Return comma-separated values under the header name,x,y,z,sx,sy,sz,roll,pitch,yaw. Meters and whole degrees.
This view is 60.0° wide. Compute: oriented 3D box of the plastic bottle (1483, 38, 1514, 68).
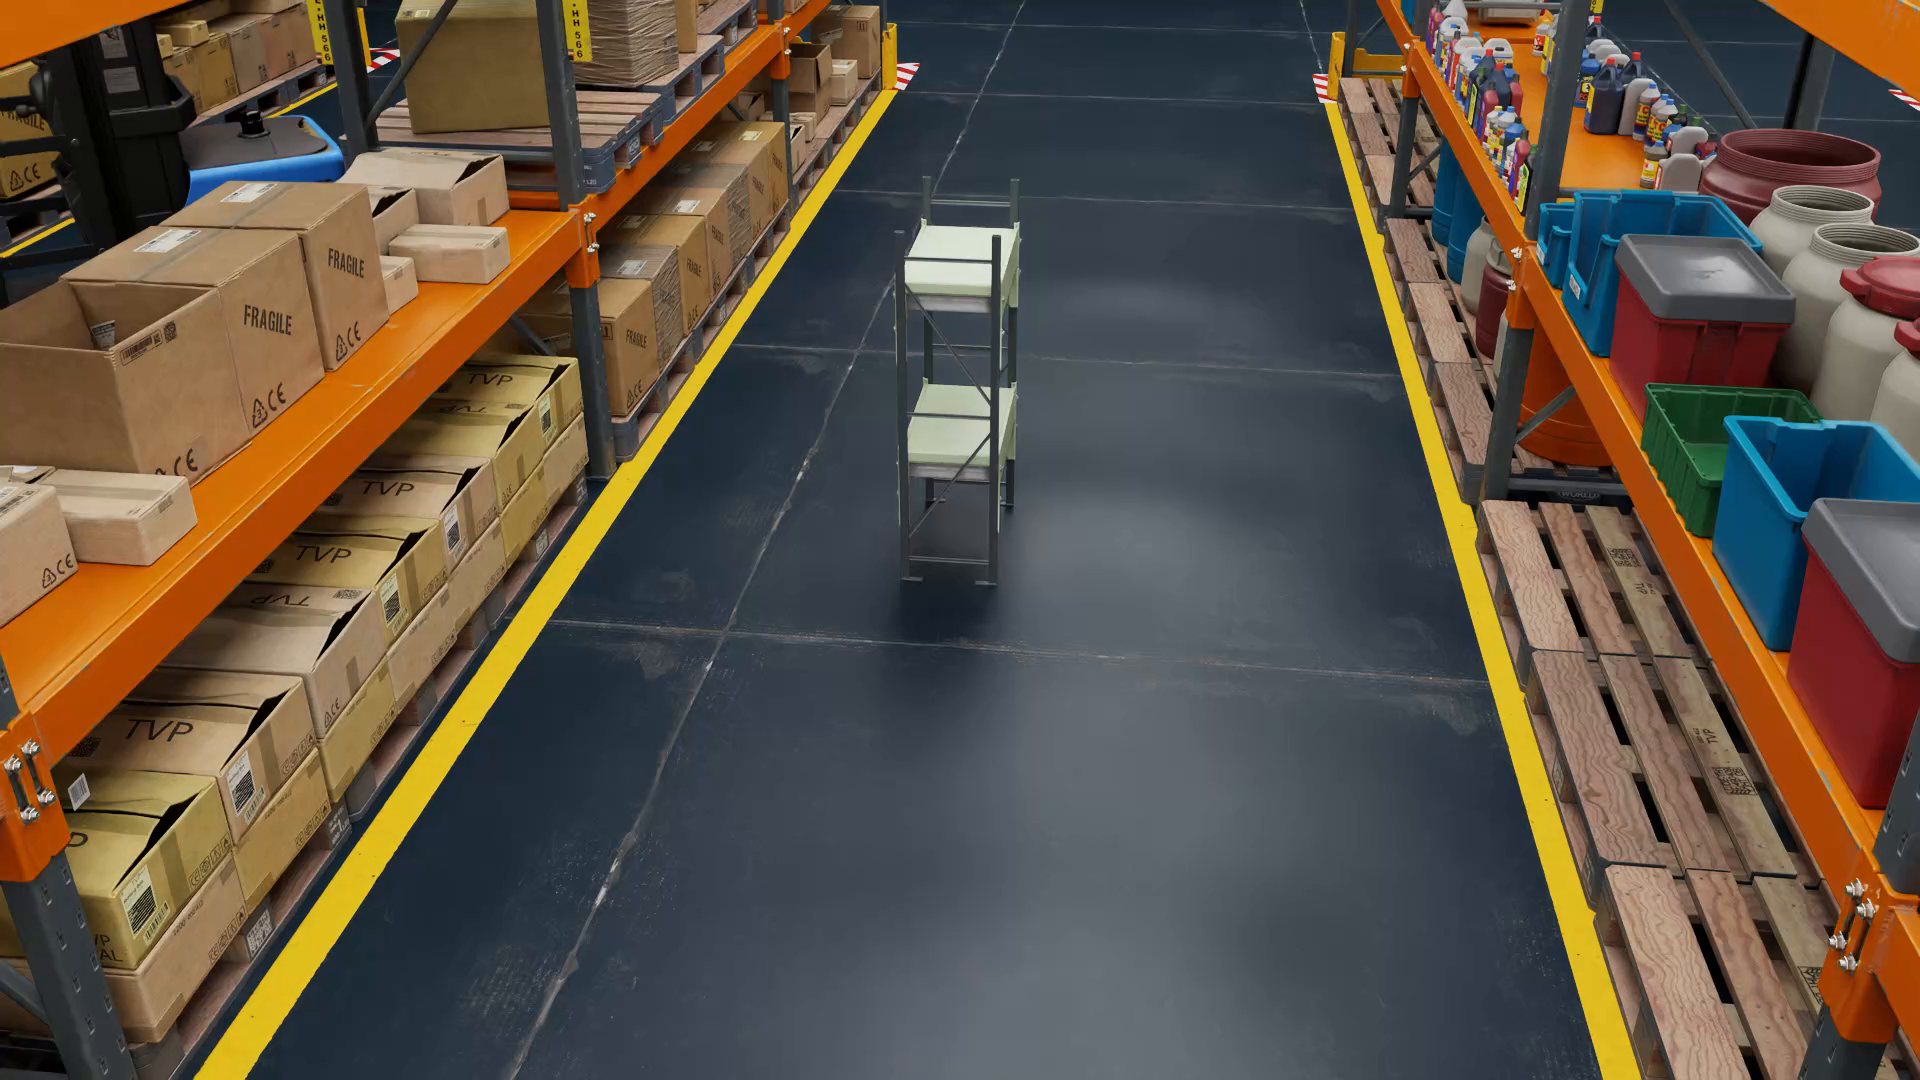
name,x,y,z,sx,sy,sz,roll,pitch,yaw
plastic bottle,2.884,-2.549,8.949,0.152,0.276,0.135,3,28,6

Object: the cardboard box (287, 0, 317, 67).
name,x,y,z,sx,sy,sz,roll,pitch,yaw
cardboard box,-6.047,-4.452,14.543,0.700,0.500,0.500,3,28,6

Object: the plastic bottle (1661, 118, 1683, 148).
name,x,y,z,sx,sy,sz,roll,pitch,yaw
plastic bottle,3.203,-1.764,7.496,0.097,0.271,0.097,0,28,0

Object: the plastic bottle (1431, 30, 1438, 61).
name,x,y,z,sx,sy,sz,roll,pitch,yaw
plastic bottle,2.801,-2.890,9.662,0.097,0.201,0.097,0,28,0

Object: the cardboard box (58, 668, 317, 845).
name,x,y,z,sx,sy,sz,roll,pitch,yaw
cardboard box,-2.250,0.596,4.847,0.500,0.311,0.500,3,28,6

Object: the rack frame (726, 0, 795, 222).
name,x,y,z,sx,sy,sz,roll,pitch,yaw
rack frame,-1.634,-3.533,10.646,1.000,3.000,0.127,3,28,6

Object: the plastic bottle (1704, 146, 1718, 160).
name,x,y,z,sx,sy,sz,roll,pitch,yaw
plastic bottle,3.207,-1.542,7.086,0.097,0.271,0.097,0,28,0

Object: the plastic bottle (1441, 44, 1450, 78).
name,x,y,z,sx,sy,sz,roll,pitch,yaw
plastic bottle,2.749,-2.690,9.289,0.097,0.201,0.097,0,28,0

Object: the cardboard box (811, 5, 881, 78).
name,x,y,z,sx,sy,sz,roll,pitch,yaw
cardboard box,-0.966,-4.239,14.128,0.500,0.500,0.500,3,28,6

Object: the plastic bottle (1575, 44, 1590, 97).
name,x,y,z,sx,sy,sz,roll,pitch,yaw
plastic bottle,3.305,-2.509,8.880,0.097,0.271,0.097,0,28,0

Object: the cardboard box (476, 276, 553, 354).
name,x,y,z,sx,sy,sz,roll,pitch,yaw
cardboard box,-2.242,-1.198,8.482,0.500,0.500,0.500,4,29,8

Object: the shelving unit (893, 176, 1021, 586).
name,x,y,z,sx,sy,sz,roll,pitch,yaw
shelving unit,-0.001,-0.657,6.888,0.431,1.500,0.755,3,28,6

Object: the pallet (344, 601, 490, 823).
name,x,y,z,sx,sy,sz,roll,pitch,yaw
pallet,-2.416,0.535,6.034,1.003,0.211,1.213,3,28,6

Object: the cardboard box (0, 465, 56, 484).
name,x,y,z,sx,sy,sz,roll,pitch,yaw
cardboard box,-2.689,-0.133,4.476,0.396,0.266,0.258,3,28,5

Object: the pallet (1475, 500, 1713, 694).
name,x,y,z,sx,sy,sz,roll,pitch,yaw
pallet,2.658,0.229,6.602,1.003,0.211,1.213,3,28,6

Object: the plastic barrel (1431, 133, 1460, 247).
name,x,y,z,sx,sy,sz,roll,pitch,yaw
plastic barrel,3.198,-2.250,10.033,0.600,0.901,0.708,3,28,6

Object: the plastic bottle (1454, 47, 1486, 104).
name,x,y,z,sx,sy,sz,roll,pitch,yaw
plastic bottle,2.705,-2.448,8.763,0.152,0.276,0.135,3,28,6

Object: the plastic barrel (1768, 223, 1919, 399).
name,x,y,z,sx,sy,sz,roll,pitch,yaw
plastic barrel,2.826,-0.715,5.297,0.421,0.512,0.421,0,28,0

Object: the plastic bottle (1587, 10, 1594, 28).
name,x,y,z,sx,sy,sz,roll,pitch,yaw
plastic bottle,3.494,-2.770,9.282,0.144,0.351,0.185,3,28,6

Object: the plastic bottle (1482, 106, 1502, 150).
name,x,y,z,sx,sy,sz,roll,pitch,yaw
plastic bottle,2.562,-1.971,7.956,0.097,0.201,0.097,0,28,0

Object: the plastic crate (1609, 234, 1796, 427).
name,x,y,z,sx,sy,sz,roll,pitch,yaw
plastic crate,2.290,-0.646,5.219,0.402,0.464,0.583,3,28,6

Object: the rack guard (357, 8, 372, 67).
name,x,y,z,sx,sy,sz,roll,pitch,yaw
rack guard,-6.058,-4.613,15.286,1.175,0.500,0.348,3,28,6

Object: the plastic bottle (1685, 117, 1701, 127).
name,x,y,z,sx,sy,sz,roll,pitch,yaw
plastic bottle,3.284,-1.773,7.501,0.061,0.283,0.133,3,28,6

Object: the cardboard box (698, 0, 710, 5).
name,x,y,z,sx,sy,sz,roll,pitch,yaw
cardboard box,-1.914,-3.552,10.133,0.700,0.500,0.500,-6,29,-11

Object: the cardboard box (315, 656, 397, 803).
name,x,y,z,sx,sy,sz,roll,pitch,yaw
cardboard box,-2.194,0.598,5.434,0.500,0.250,0.500,3,28,5

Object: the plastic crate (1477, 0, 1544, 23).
name,x,y,z,sx,sy,sz,roll,pitch,yaw
plastic crate,3.481,-3.365,10.548,0.396,0.136,0.243,3,28,6

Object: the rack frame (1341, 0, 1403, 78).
name,x,y,z,sx,sy,sz,roll,pitch,yaw
rack frame,3.772,-5.127,13.603,1.000,3.000,0.127,3,28,6

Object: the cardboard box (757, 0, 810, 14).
name,x,y,z,sx,sy,sz,roll,pitch,yaw
cardboard box,-1.301,-3.802,11.038,0.500,0.500,0.500,4,29,8

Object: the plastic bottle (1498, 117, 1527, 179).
name,x,y,z,sx,sy,sz,roll,pitch,yaw
plastic bottle,2.502,-1.773,7.514,0.097,0.271,0.097,0,28,0

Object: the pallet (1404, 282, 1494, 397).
name,x,y,z,sx,sy,sz,roll,pitch,yaw
pallet,2.999,-1.080,9.031,1.003,0.211,1.213,3,28,6

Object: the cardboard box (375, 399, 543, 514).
name,x,y,z,sx,sy,sz,roll,pitch,yaw
cardboard box,-2.001,-0.366,6.632,0.500,0.311,0.500,3,28,5

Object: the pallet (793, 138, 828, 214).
name,x,y,z,sx,sy,sz,roll,pitch,yaw
pallet,-1.549,-2.629,11.907,1.003,0.211,1.213,3,28,6

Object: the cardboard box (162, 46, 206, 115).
name,x,y,z,sx,sy,sz,roll,pitch,yaw
cardboard box,-6.292,-3.486,12.751,0.700,0.500,0.500,3,28,6

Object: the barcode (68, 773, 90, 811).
name,x,y,z,sx,sy,sz,roll,pitch,yaw
barcode,-2.170,0.620,4.095,0.001,0.075,0.075,3,28,6

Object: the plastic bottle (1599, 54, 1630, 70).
name,x,y,z,sx,sy,sz,roll,pitch,yaw
plastic bottle,3.403,-2.403,8.679,0.152,0.276,0.135,3,28,6

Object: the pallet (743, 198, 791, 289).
name,x,y,z,sx,sy,sz,roll,pitch,yaw
pallet,-1.696,-1.921,10.593,1.003,0.211,1.213,3,28,6

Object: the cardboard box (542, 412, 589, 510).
name,x,y,z,sx,sy,sz,roll,pitch,yaw
cardboard box,-1.946,-0.363,7.218,0.500,0.250,0.500,4,29,7

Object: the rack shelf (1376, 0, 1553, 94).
name,x,y,z,sx,sy,sz,roll,pitch,yaw
rack shelf,3.527,-3.869,12.027,1.077,0.370,4.000,3,28,6

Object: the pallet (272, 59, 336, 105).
name,x,y,z,sx,sy,sz,roll,pitch,yaw
pallet,-6.081,-4.094,14.626,1.003,0.211,1.213,3,28,6

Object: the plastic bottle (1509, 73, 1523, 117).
name,x,y,z,sx,sy,sz,roll,pitch,yaw
plastic bottle,2.724,-2.141,8.185,0.061,0.283,0.133,3,28,6

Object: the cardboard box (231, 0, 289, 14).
name,x,y,z,sx,sy,sz,roll,pitch,yaw
cardboard box,-5.913,-4.546,14.034,0.380,0.149,0.250,4,29,8

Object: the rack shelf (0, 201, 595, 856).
name,x,y,z,sx,sy,sz,roll,pitch,yaw
rack shelf,-2.369,-0.392,5.574,1.077,0.370,4.000,3,28,6

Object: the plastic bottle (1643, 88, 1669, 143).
name,x,y,z,sx,sy,sz,roll,pitch,yaw
plastic bottle,3.352,-2.036,7.989,0.061,0.283,0.133,3,28,6

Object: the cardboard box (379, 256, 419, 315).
name,x,y,z,sx,sy,sz,roll,pitch,yaw
cardboard box,-2.224,-0.936,6.090,0.380,0.149,0.250,5,29,10

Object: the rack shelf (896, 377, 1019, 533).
name,x,y,z,sx,sy,sz,roll,pitch,yaw
rack shelf,-0.001,-0.370,7.043,0.431,0.370,0.720,3,28,6

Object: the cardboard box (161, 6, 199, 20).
name,x,y,z,sx,sy,sz,roll,pitch,yaw
cardboard box,-6.384,-4.211,13.412,0.380,0.149,0.250,4,29,7

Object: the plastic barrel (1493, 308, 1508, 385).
name,x,y,z,sx,sy,sz,roll,pitch,yaw
plastic barrel,2.815,-0.953,8.036,0.421,0.512,0.421,0,28,0

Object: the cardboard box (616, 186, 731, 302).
name,x,y,z,sx,sy,sz,roll,pitch,yaw
cardboard box,-1.601,-1.670,9.359,0.500,0.500,0.500,2,28,4

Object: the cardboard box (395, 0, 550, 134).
name,x,y,z,sx,sy,sz,roll,pitch,yaw
cardboard box,-2.159,-2.182,7.590,0.700,0.500,0.500,-6,29,-11

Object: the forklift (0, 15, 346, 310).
name,x,y,z,sx,sy,sz,roll,pitch,yaw
forklift,-4.779,-2.241,8.319,3.031,2.935,1.130,-16,32,-27

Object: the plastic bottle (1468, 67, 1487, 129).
name,x,y,z,sx,sy,sz,roll,pitch,yaw
plastic bottle,2.597,-2.213,8.317,0.061,0.283,0.133,3,28,6

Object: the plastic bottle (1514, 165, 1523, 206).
name,x,y,z,sx,sy,sz,roll,pitch,yaw
plastic bottle,2.450,-1.542,7.159,0.097,0.201,0.097,0,28,0
